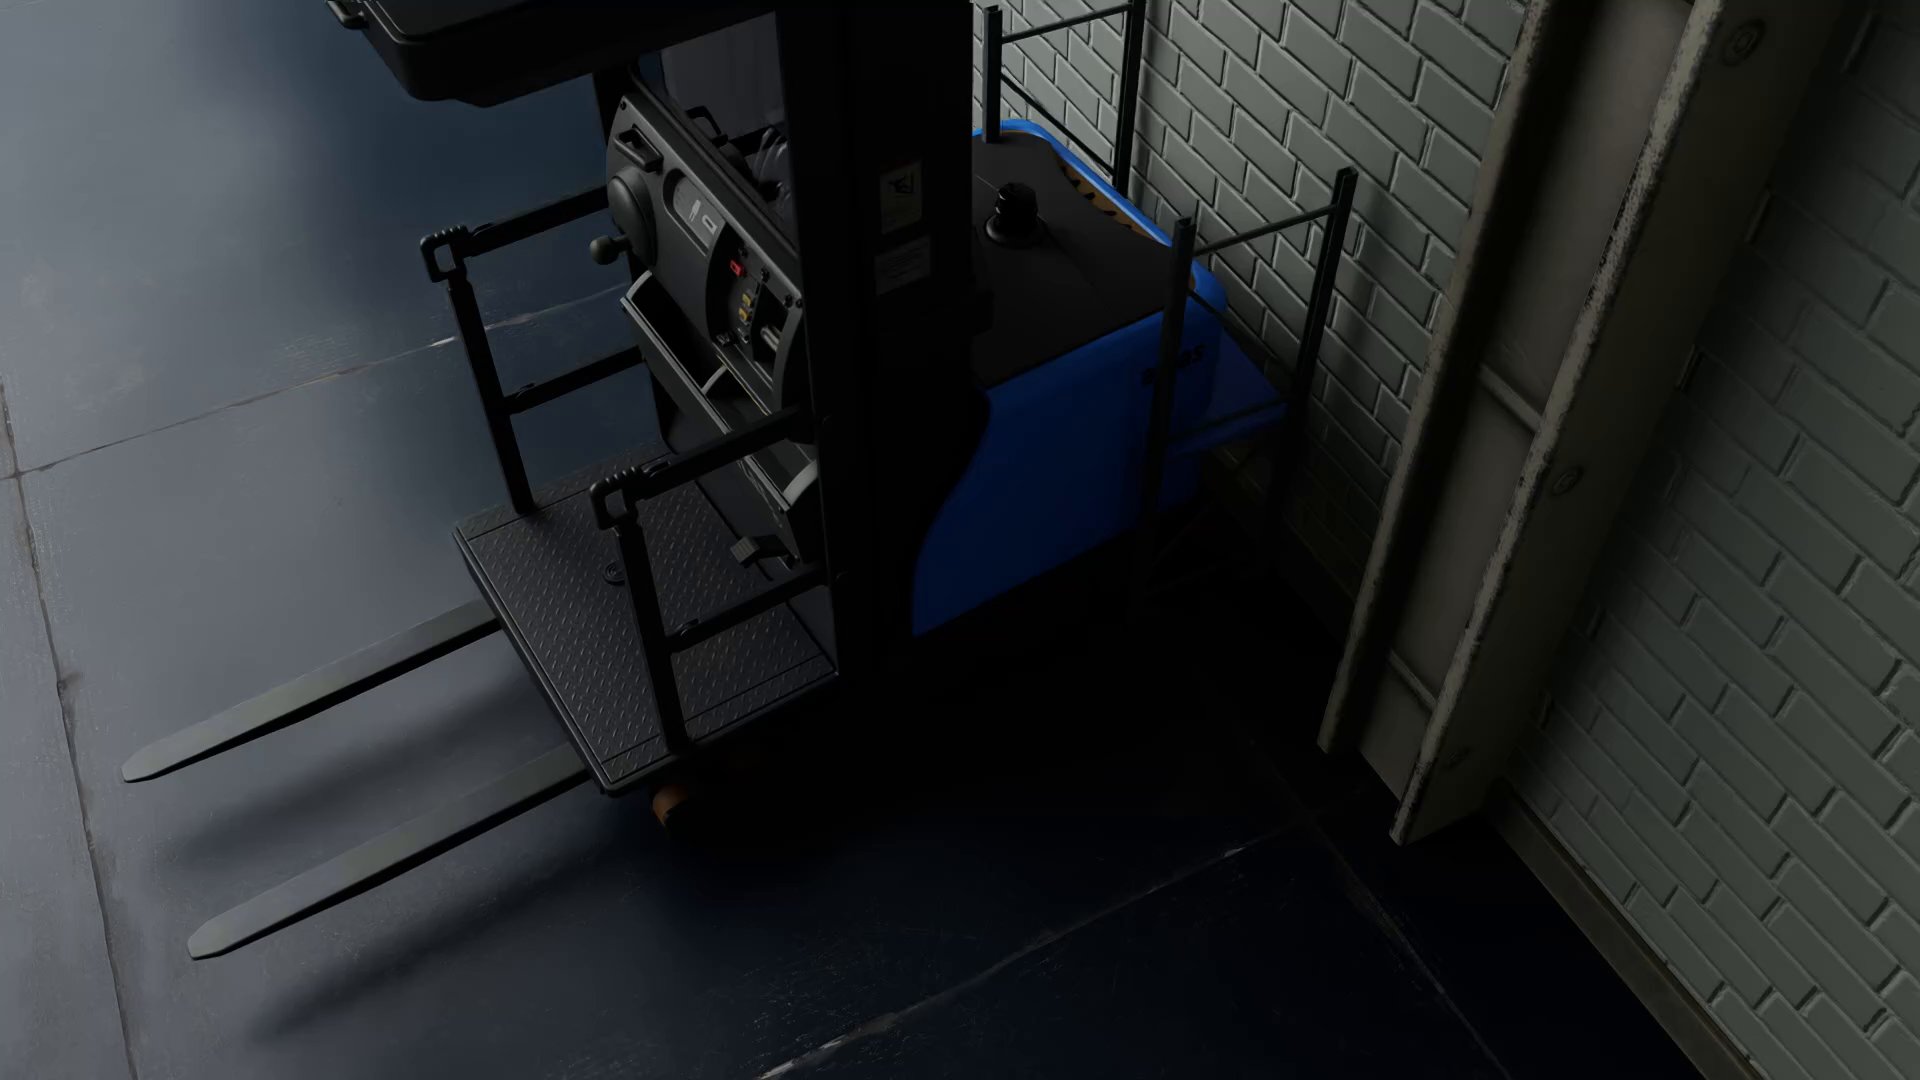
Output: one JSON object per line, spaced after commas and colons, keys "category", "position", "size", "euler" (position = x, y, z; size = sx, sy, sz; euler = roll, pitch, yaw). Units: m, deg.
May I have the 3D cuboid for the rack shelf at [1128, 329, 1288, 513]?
{"category": "rack shelf", "position": [0.513, -0.558, 4.975], "size": [0.538, 0.185, 1.000], "euler": [-20, 52, -17]}

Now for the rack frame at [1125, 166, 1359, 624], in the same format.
{"category": "rack frame", "position": [0.734, -0.329, 4.540], "size": [0.500, 1.500, 0.032], "euler": [-20, 52, -17]}

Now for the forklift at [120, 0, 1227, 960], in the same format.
{"category": "forklift", "position": [-0.785, -0.624, 3.849], "size": [3.031, 2.935, 1.130], "euler": [-26, 54, -21]}

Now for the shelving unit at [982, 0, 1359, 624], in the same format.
{"category": "shelving unit", "position": [0.514, -0.675, 4.840], "size": [0.538, 1.500, 1.048], "euler": [-20, 52, -17]}

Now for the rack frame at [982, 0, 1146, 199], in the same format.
{"category": "rack frame", "position": [0.293, -1.022, 5.139], "size": [0.500, 1.500, 0.032], "euler": [-20, 52, -17]}
